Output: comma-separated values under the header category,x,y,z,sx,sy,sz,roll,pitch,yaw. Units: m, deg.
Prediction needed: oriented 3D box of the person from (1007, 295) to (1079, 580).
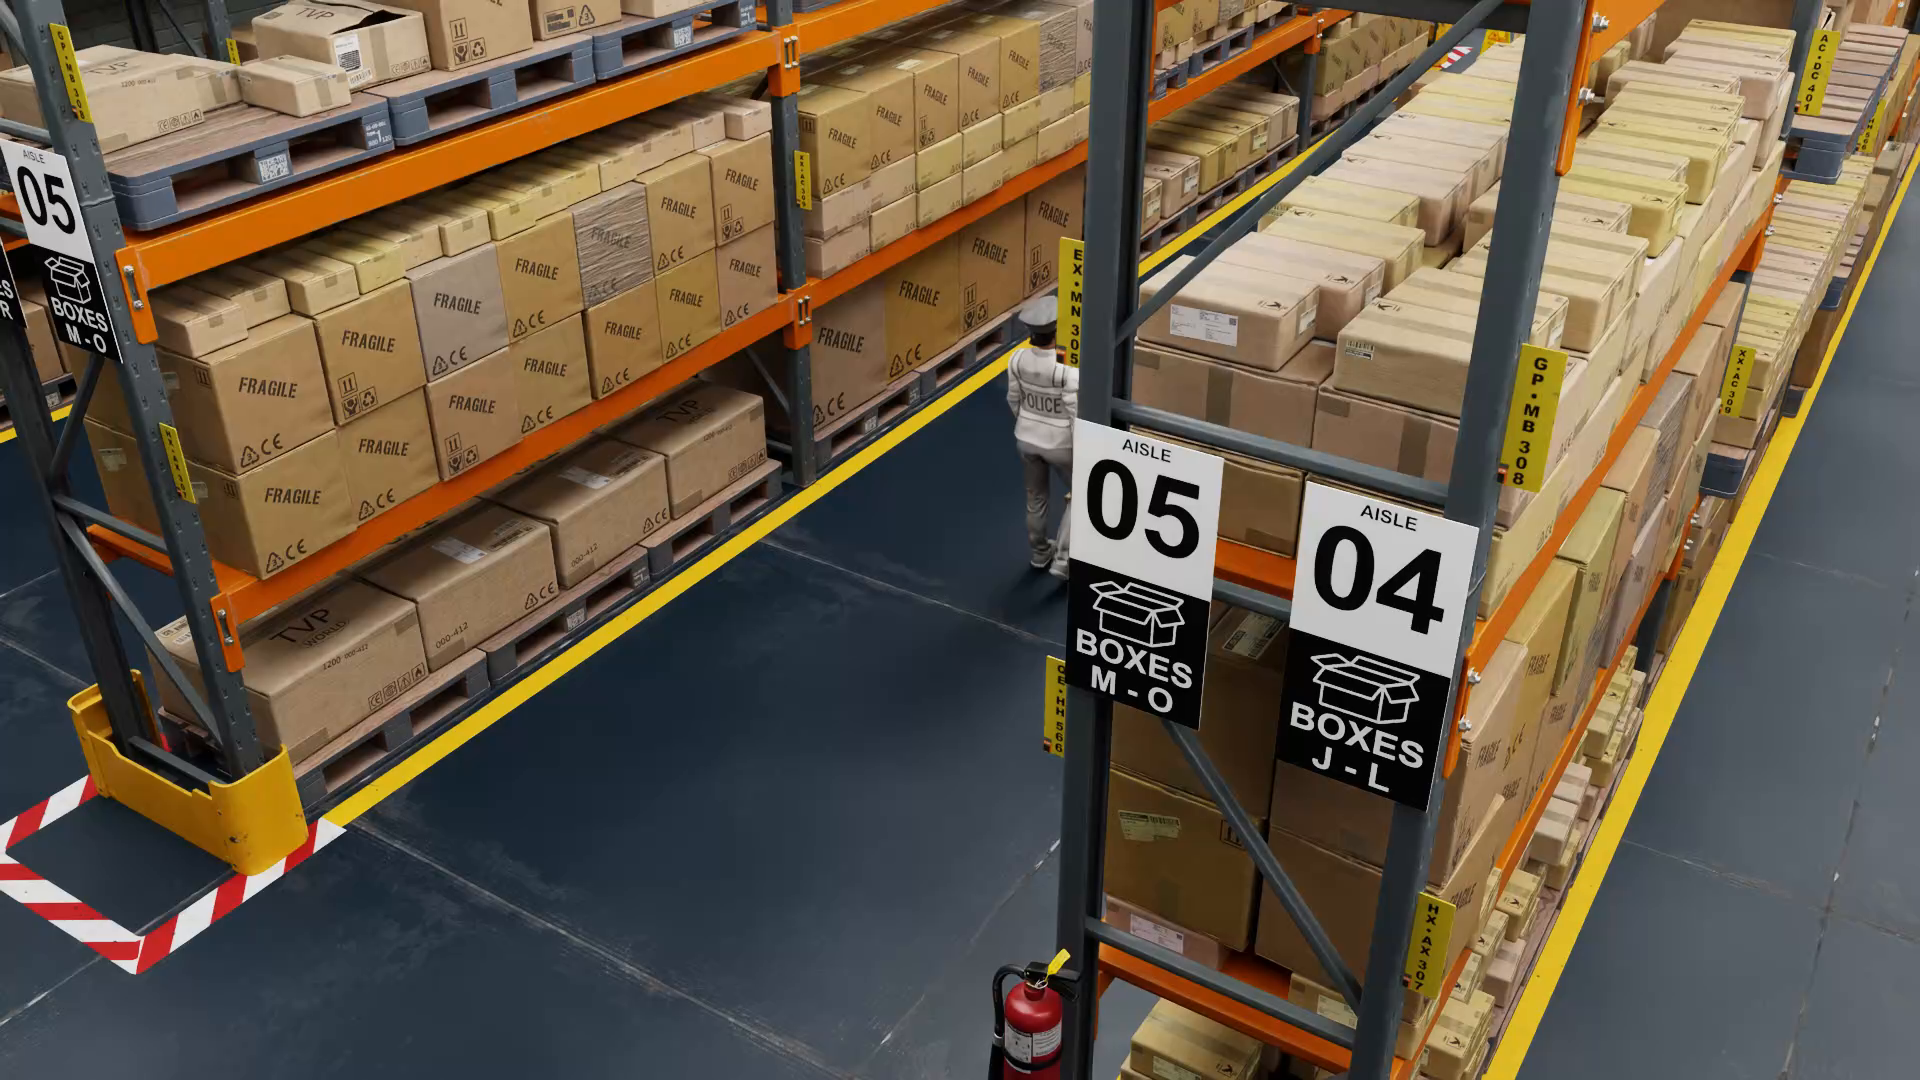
category,x,y,z,sx,sy,sz,roll,pitch,yaw
person,0.507,-0.543,9.068,0.508,1.702,0.490,16,34,24
